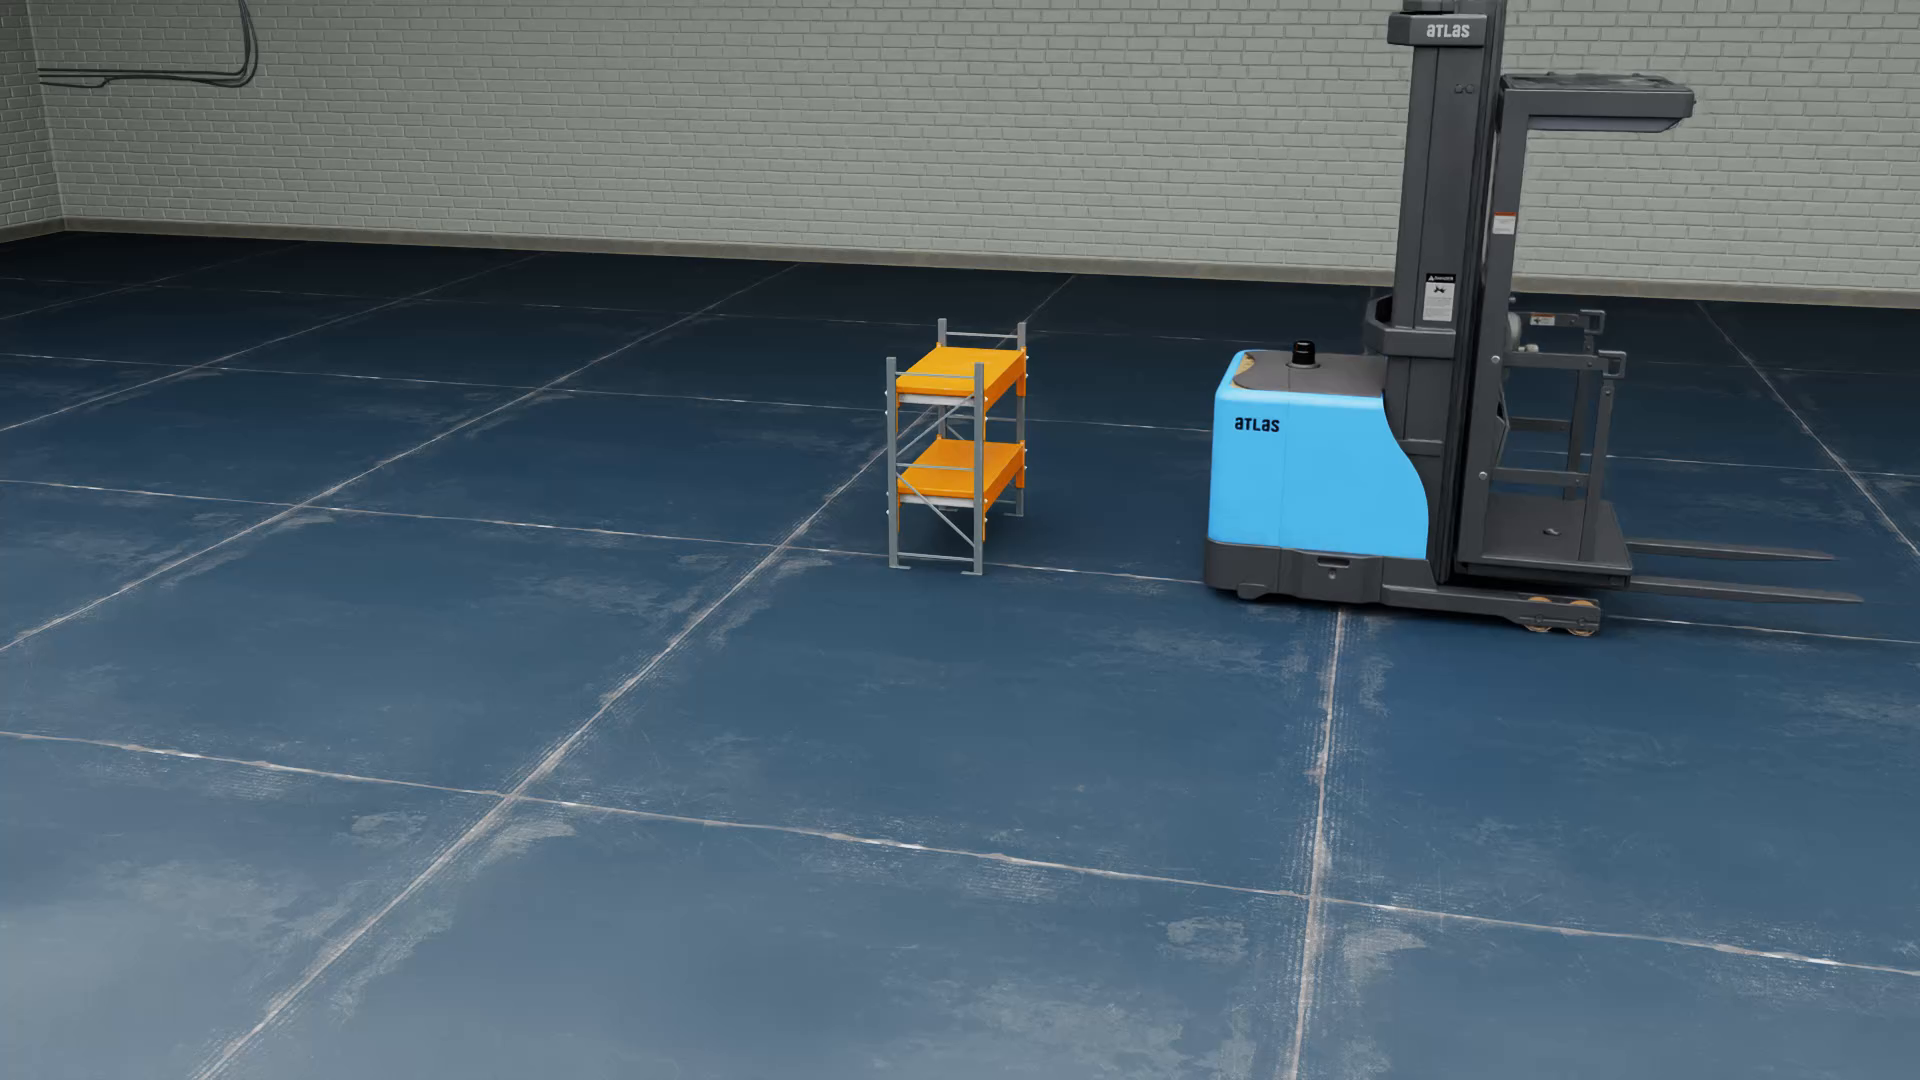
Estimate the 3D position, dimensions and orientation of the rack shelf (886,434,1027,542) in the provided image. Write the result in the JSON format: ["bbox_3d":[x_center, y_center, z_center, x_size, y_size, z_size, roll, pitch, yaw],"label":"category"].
[{"bbox_3d":[-0.002,-0.299,9.079,0.538,0.278,1.000,5,19,13],"label":"rack shelf"}]

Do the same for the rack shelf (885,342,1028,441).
[{"bbox_3d":[-0.002,-0.807,8.905,0.538,0.278,1.000,5,19,13],"label":"rack shelf"}]

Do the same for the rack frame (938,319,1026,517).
[{"bbox_3d":[0.123,-0.690,9.466,0.500,1.125,0.032,5,19,13],"label":"rack frame"}]

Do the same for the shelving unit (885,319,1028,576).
[{"bbox_3d":[-0.002,-0.530,9.000,0.538,1.125,1.048,5,19,13],"label":"shelving unit"}]

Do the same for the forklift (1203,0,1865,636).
[{"bbox_3d":[2.797,-1.123,7.941,3.031,2.935,1.130,5,19,14],"label":"forklift"}]

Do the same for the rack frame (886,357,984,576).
[{"bbox_3d":[-0.126,-0.371,8.533,0.500,1.125,0.032,5,19,13],"label":"rack frame"}]

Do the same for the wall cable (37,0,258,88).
[{"bbox_3d":[-9.457,-6.426,18.883,3.097,2.526,0.112,5,19,13],"label":"wall cable"}]
